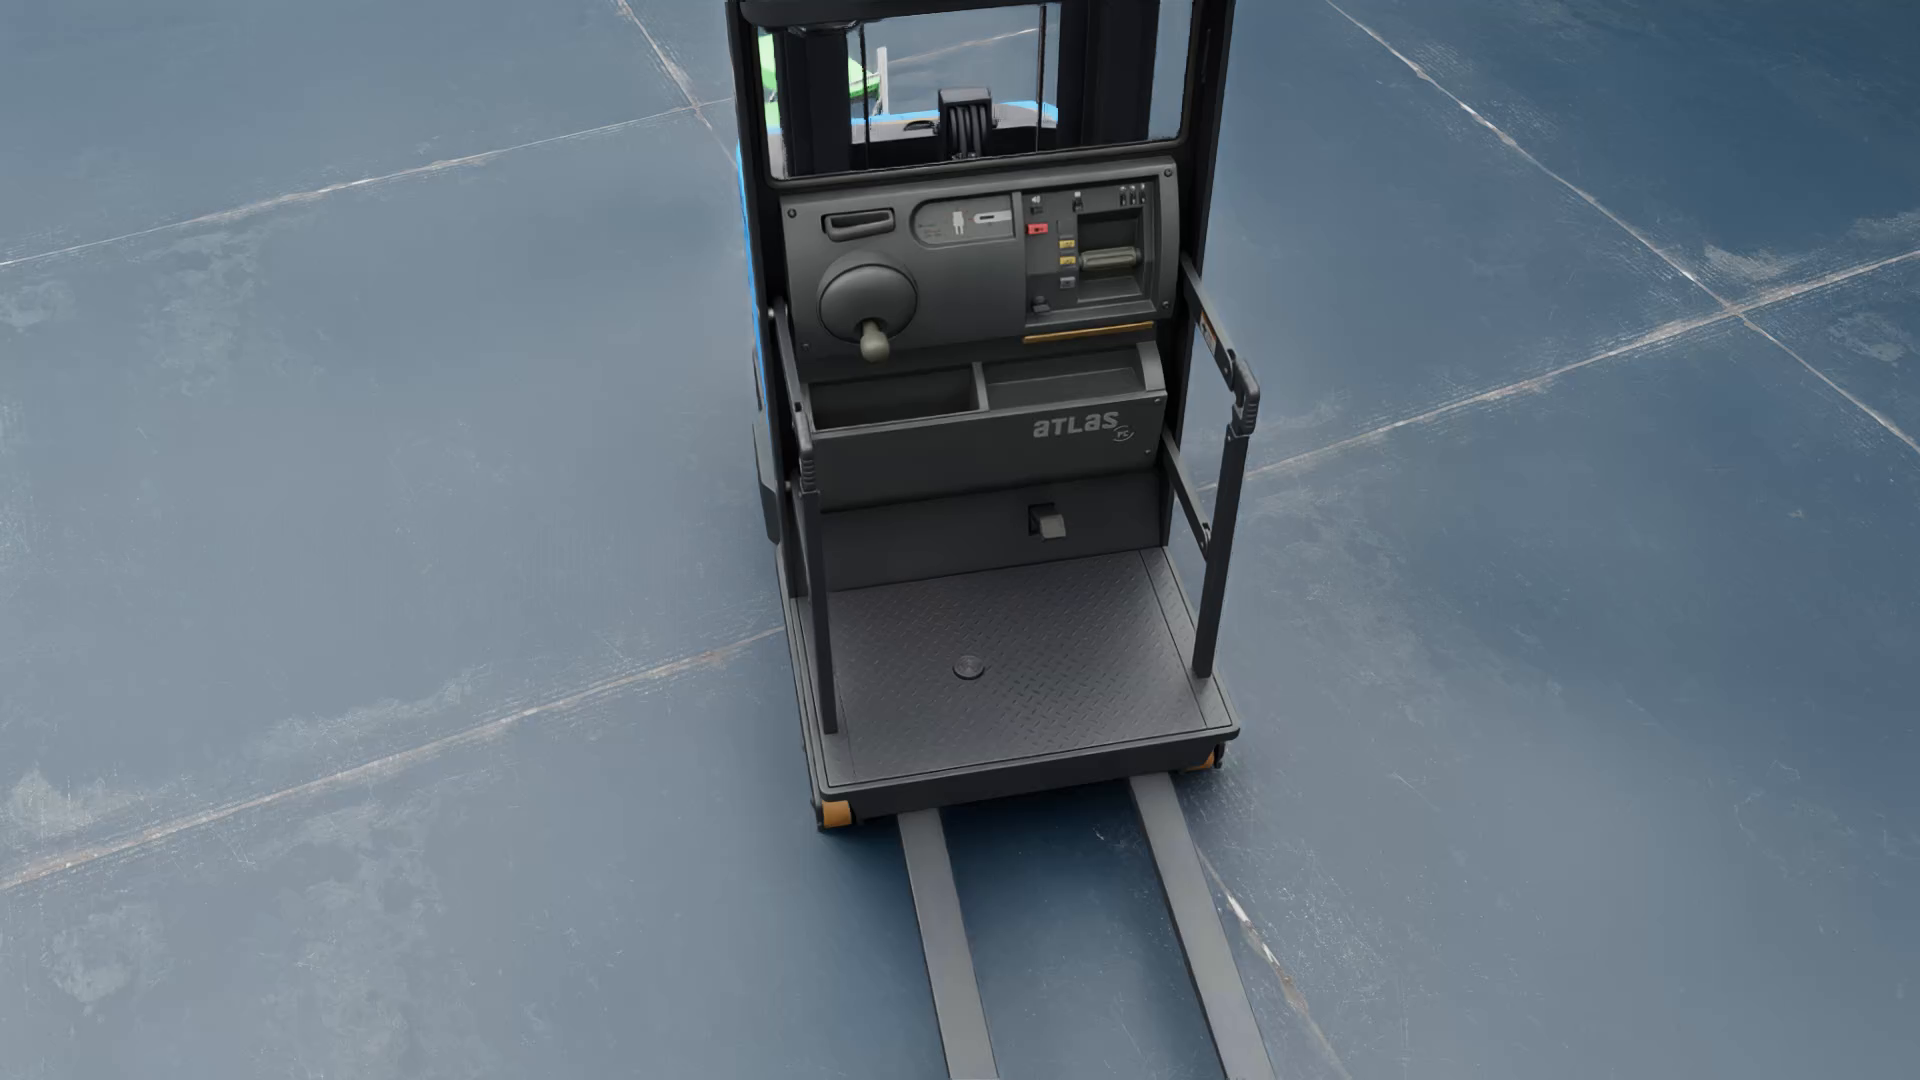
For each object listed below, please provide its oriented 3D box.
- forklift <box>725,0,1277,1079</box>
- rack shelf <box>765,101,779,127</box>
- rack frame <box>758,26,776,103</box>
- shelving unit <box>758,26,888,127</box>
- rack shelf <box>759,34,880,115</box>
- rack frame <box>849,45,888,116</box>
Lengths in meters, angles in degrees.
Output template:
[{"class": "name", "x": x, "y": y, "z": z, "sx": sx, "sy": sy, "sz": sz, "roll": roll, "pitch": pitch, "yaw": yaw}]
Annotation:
[{"class": "forklift", "x": 0.100, "y": -0.560, "z": 3.731, "sx": 1.130, "sy": 2.935, "sz": 3.031, "roll": -8, "pitch": 45, "yaw": -8}, {"class": "rack shelf", "x": -0.474, "y": -1.288, "z": 5.451, "sx": 0.258, "sy": 0.148, "sz": 0.480, "roll": -28, "pitch": 51, "yaw": -26}, {"class": "rack frame", "x": -0.623, "y": -1.299, "z": 5.712, "sx": 0.240, "sy": 1.200, "sz": 0.015, "roll": -28, "pitch": 51, "yaw": -26}, {"class": "shelving unit", "x": -0.474, "y": -1.163, "z": 5.574, "sx": 0.258, "sy": 1.200, "sz": 0.503, "roll": -28, "pitch": 51, "yaw": -26}, {"class": "rack shelf", "x": -0.474, "y": -1.459, "z": 5.282, "sx": 0.258, "sy": 0.148, "sz": 0.480, "roll": -28, "pitch": 51, "yaw": -26}, {"class": "rack frame", "x": -0.325, "y": -1.027, "z": 5.437, "sx": 0.240, "sy": 1.200, "sz": 0.015, "roll": -28, "pitch": 51, "yaw": -26}]
